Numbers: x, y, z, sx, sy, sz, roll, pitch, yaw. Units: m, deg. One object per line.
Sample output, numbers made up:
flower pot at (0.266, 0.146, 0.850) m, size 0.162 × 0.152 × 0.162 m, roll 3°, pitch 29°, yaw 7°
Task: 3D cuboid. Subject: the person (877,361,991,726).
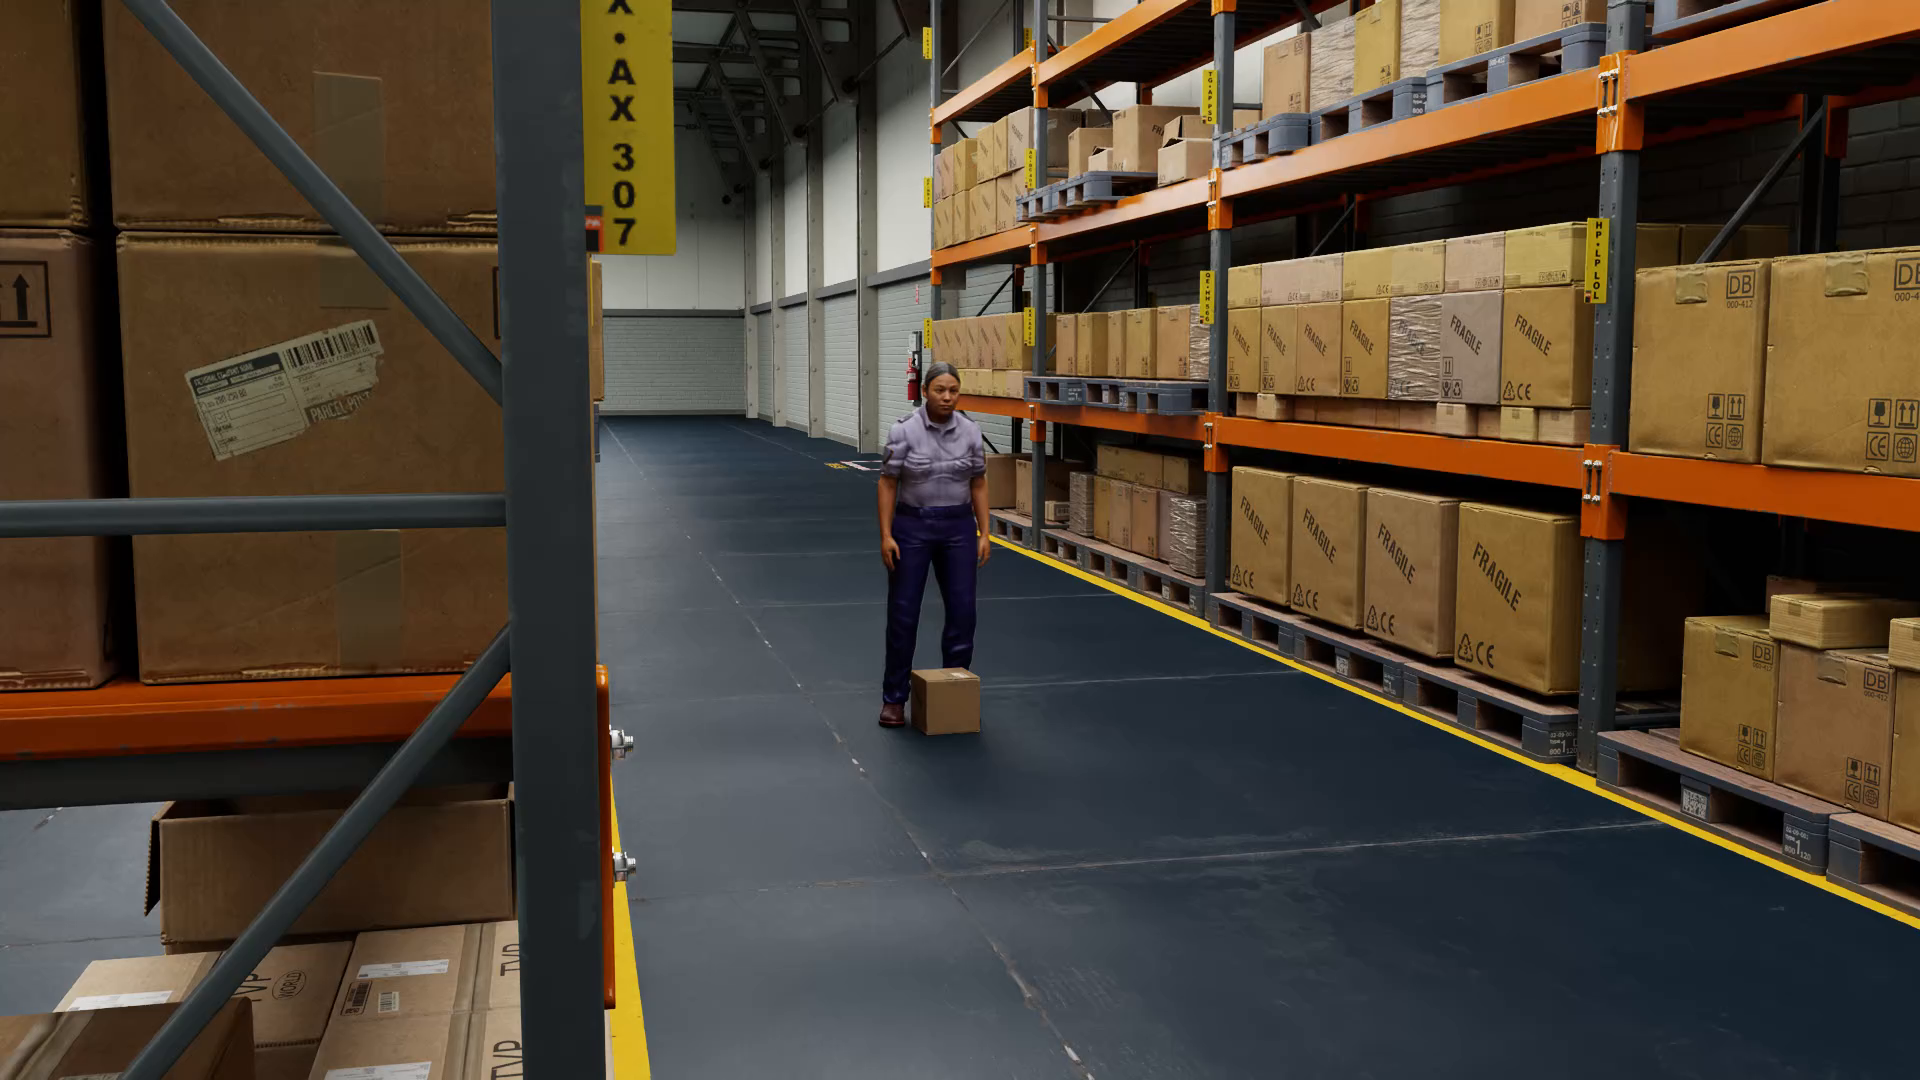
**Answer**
person at (-0.120, 0.009, 7.638) m, size 0.554 × 1.652 × 0.416 m, roll -2°, pitch 6°, yaw -15°
